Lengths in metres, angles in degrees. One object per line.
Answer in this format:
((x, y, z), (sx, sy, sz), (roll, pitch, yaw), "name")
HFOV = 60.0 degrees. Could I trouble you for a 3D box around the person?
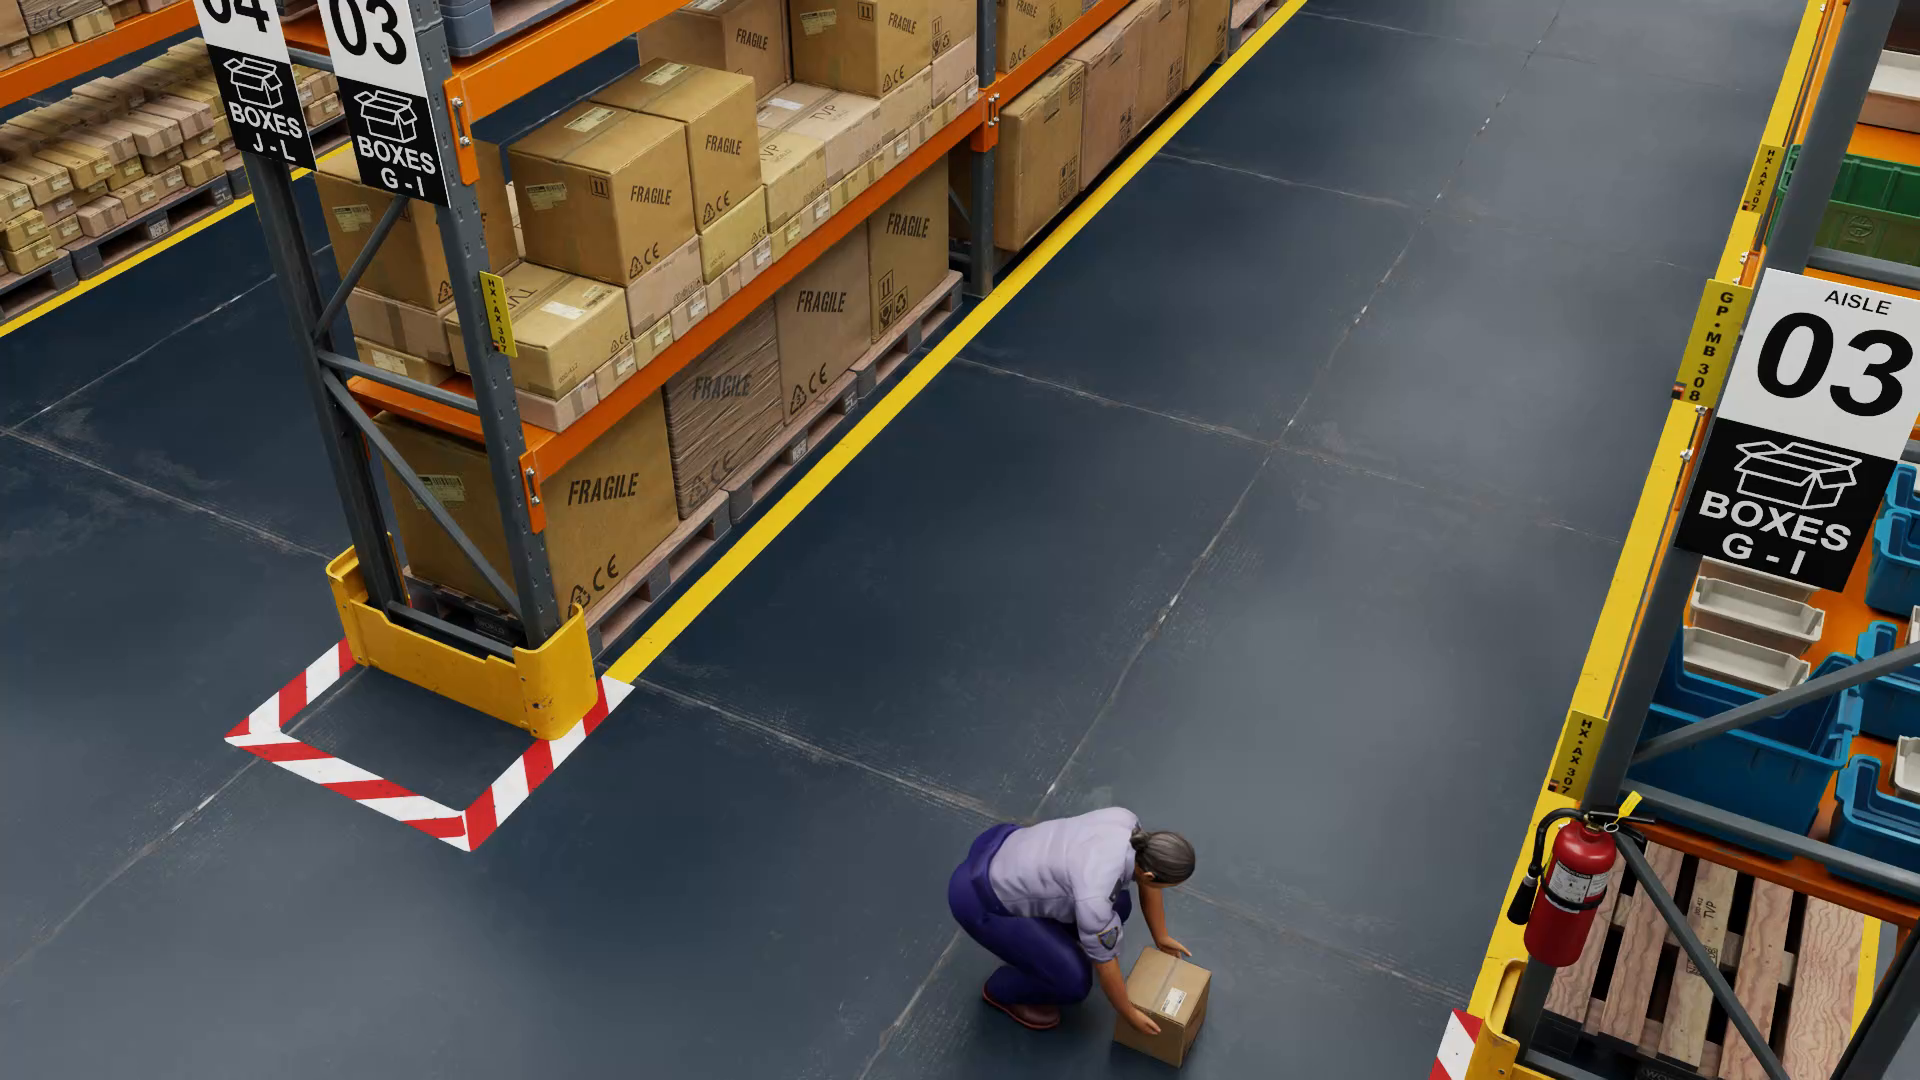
((0.387, 1.264, 5.747), (0.825, 0.920, 0.526), (18, 41, 21), "person")
